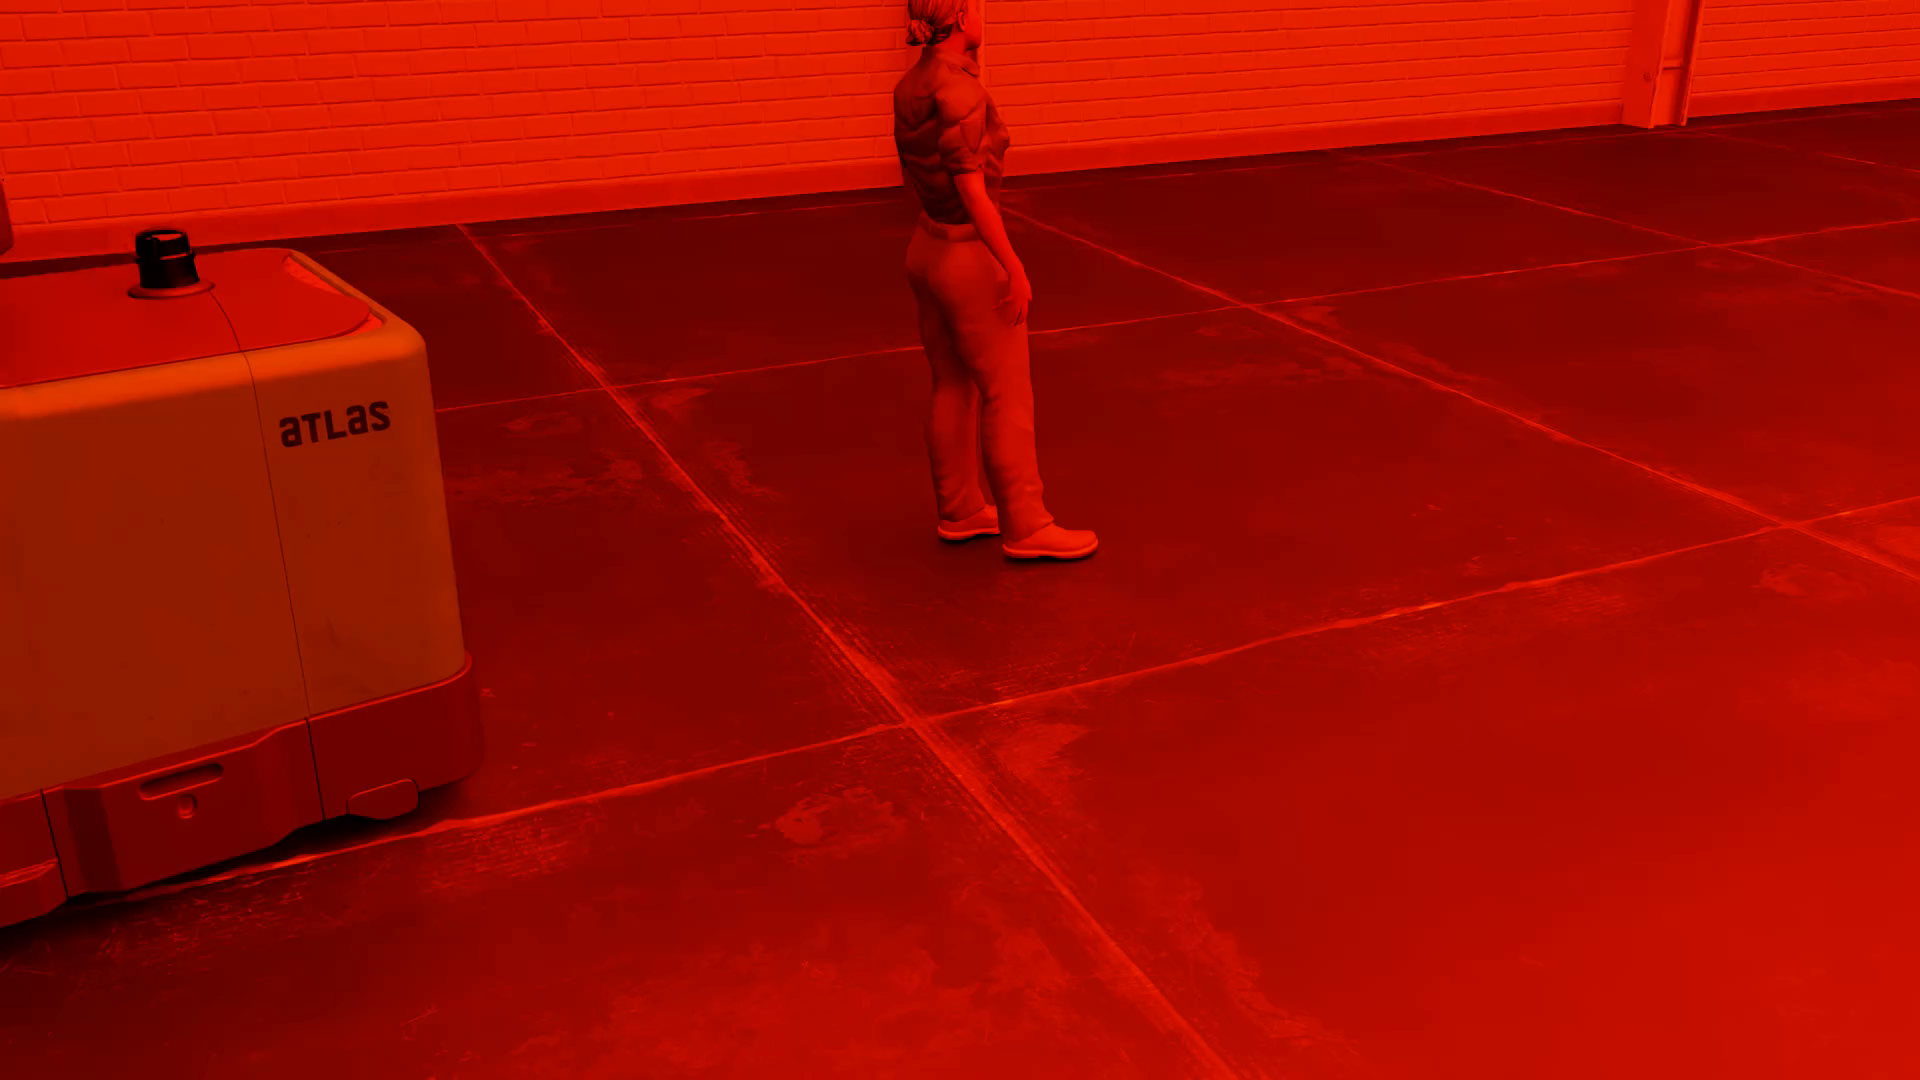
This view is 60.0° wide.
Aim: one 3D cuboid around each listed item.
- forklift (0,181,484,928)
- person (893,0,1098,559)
[{"bbox_3d":[-2.567,-0.610,2.756,3.031,2.935,1.130,-15,27,-32],"label":"forklift"},{"bbox_3d":[0.088,-0.778,4.804,0.503,1.656,0.569,-10,25,-23],"label":"person"}]
